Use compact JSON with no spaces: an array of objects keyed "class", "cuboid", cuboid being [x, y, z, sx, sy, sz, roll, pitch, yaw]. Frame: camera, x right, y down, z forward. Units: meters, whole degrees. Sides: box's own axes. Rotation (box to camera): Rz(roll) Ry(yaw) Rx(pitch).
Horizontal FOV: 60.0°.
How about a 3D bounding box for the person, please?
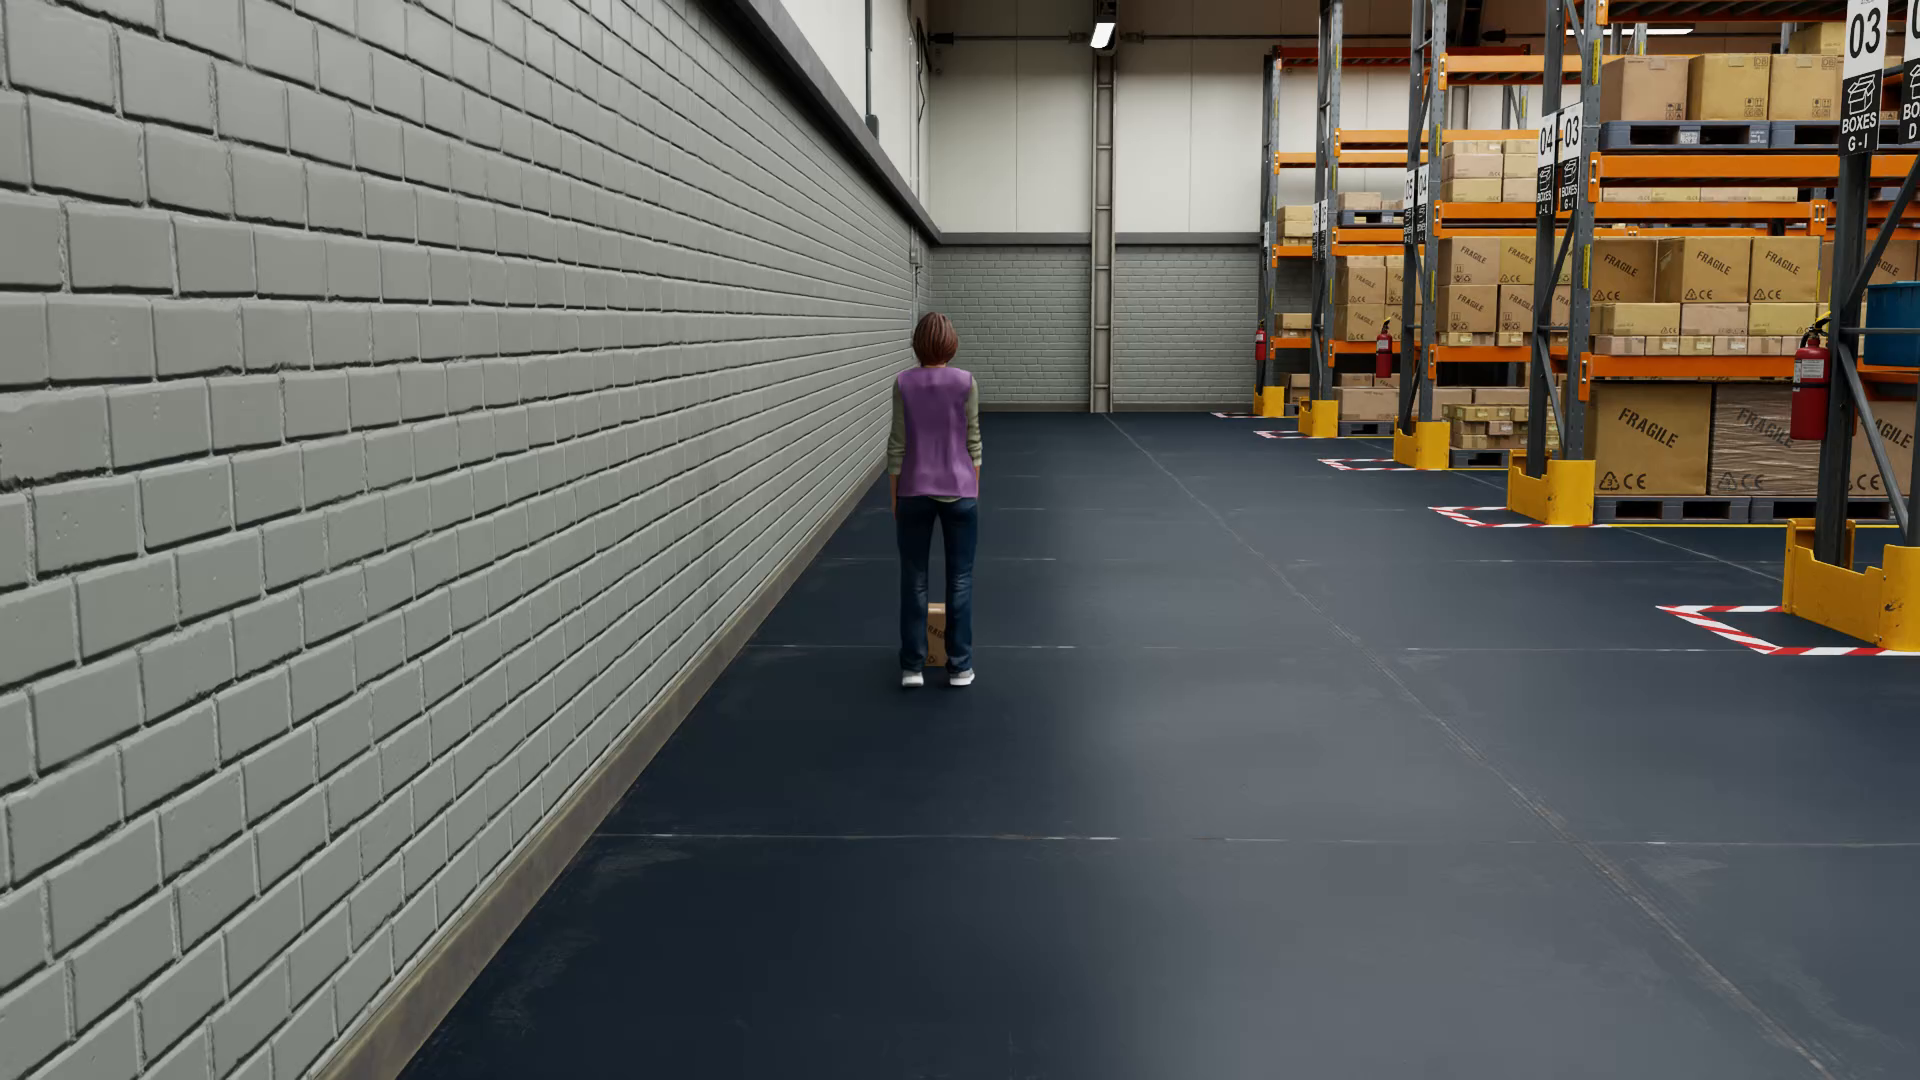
[{"class":"person","cuboid":[-0.109,-0.153,7.112,0.408,1.629,0.311,0,7,3]}]
